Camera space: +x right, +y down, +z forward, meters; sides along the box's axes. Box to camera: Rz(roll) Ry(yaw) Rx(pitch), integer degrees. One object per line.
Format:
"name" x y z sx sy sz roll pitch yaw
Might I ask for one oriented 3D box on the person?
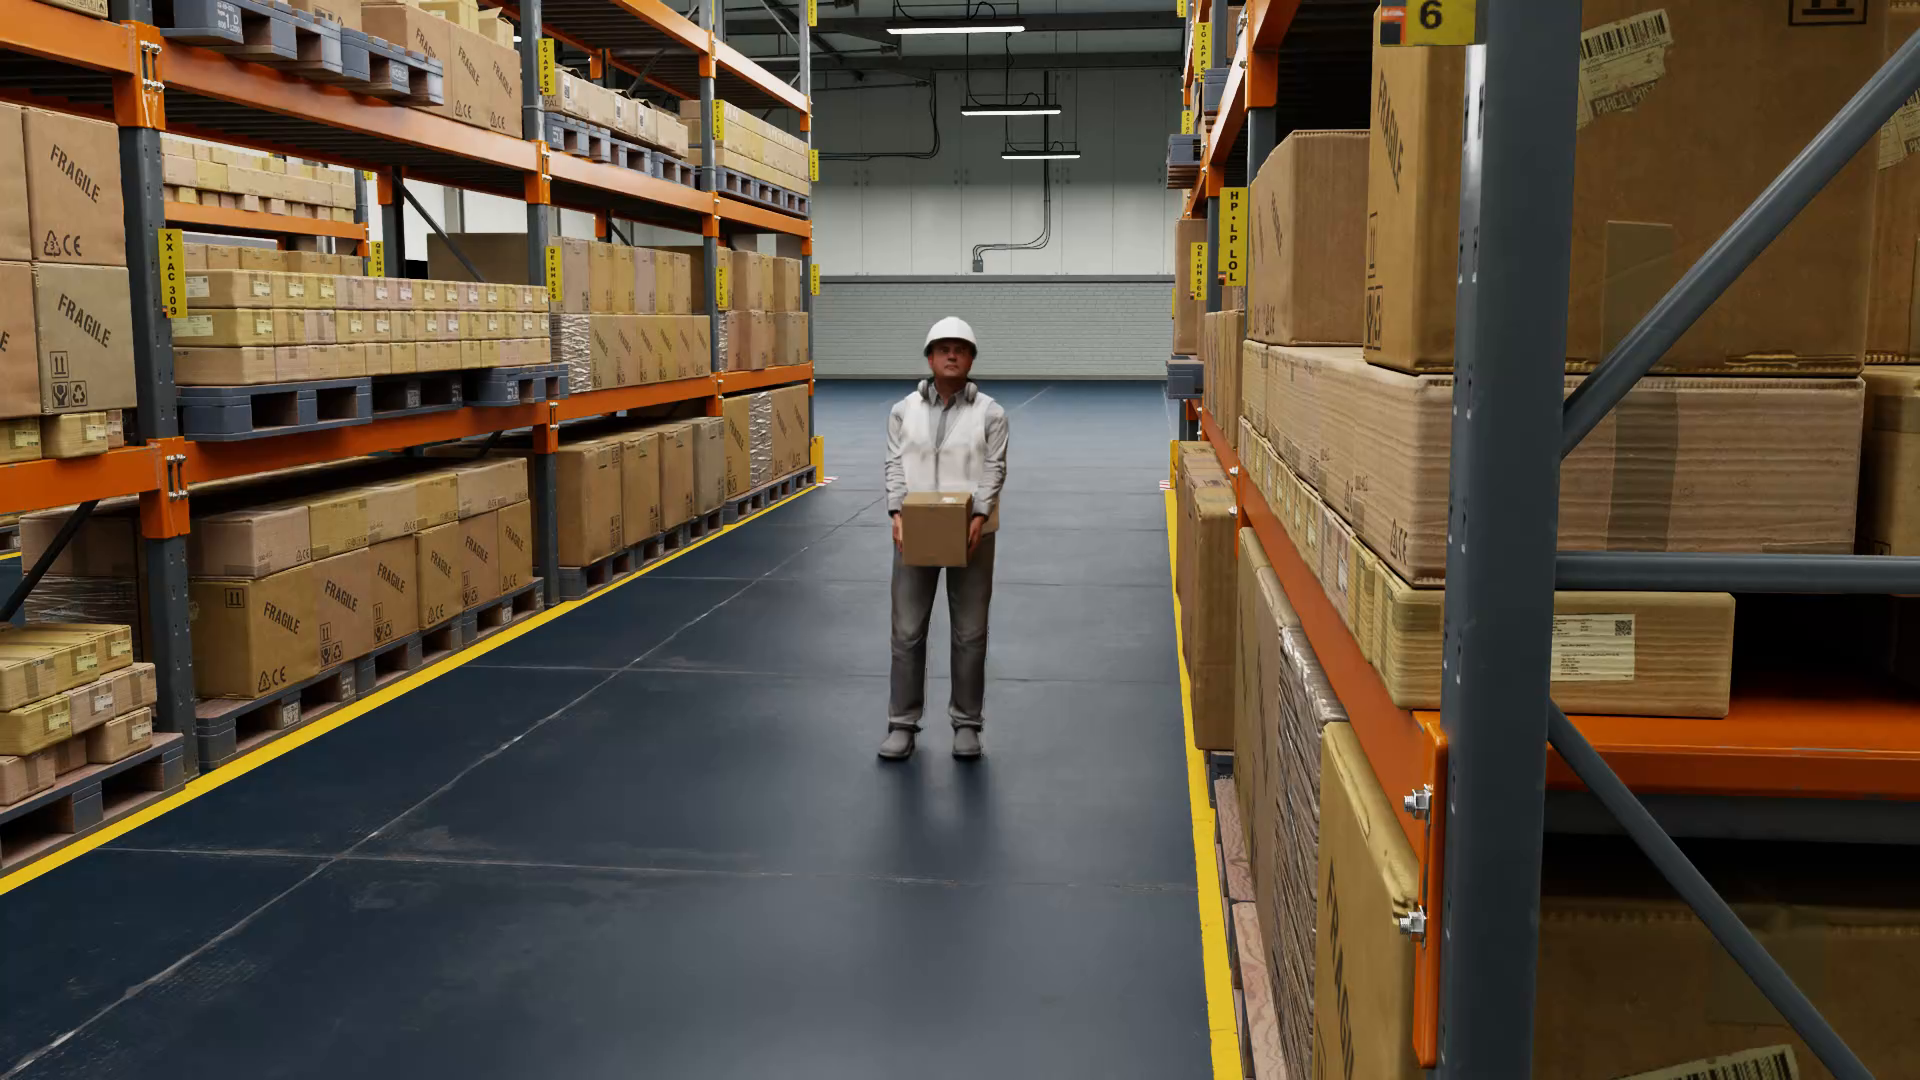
"person" -0.067 -0.007 6.726 0.512 1.776 0.540 1 8 6
